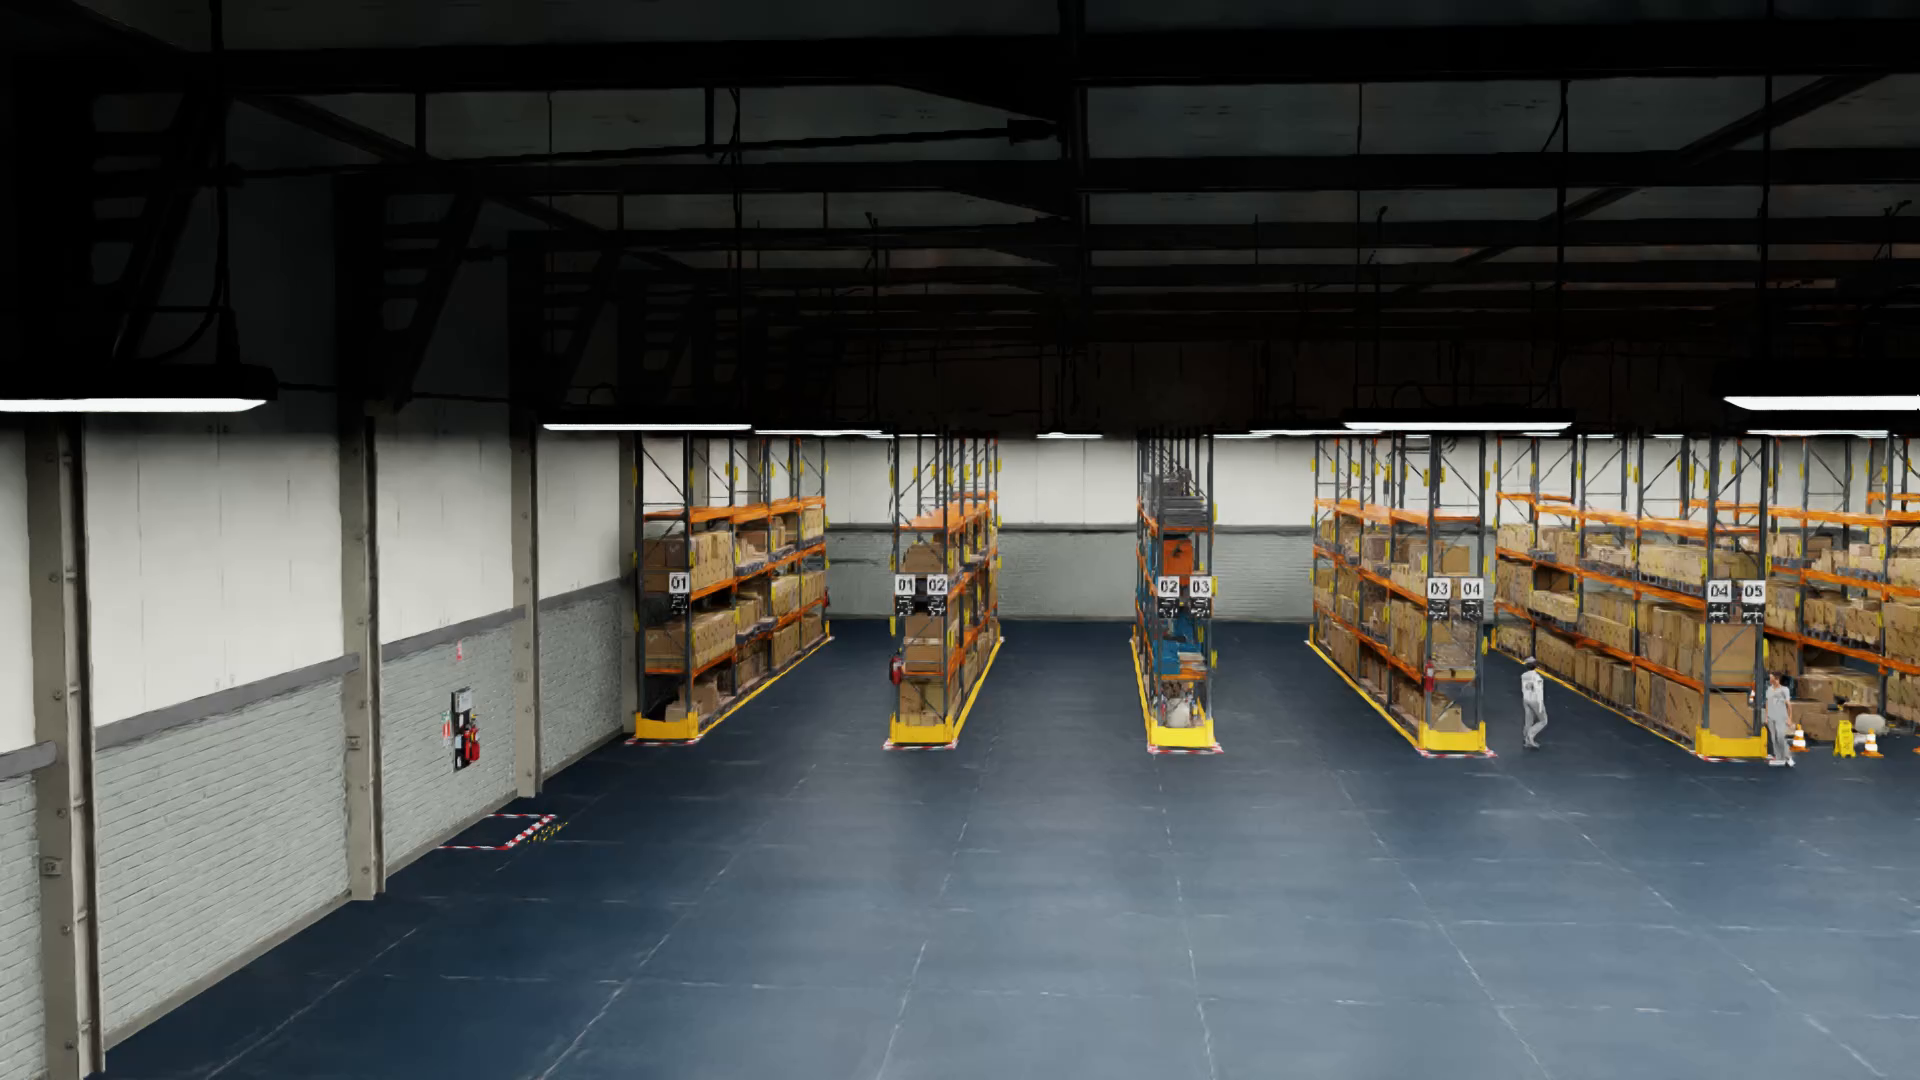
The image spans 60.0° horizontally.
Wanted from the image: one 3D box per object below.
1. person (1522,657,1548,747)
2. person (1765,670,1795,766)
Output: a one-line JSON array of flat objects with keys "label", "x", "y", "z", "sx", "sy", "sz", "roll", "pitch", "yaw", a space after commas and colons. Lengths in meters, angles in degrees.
[{"label": "person", "x": 10.627, "y": 3.028, "z": 30.907, "sx": 0.414, "sy": 1.675, "sz": 0.518, "roll": -1, "pitch": 4, "yaw": -23}, {"label": "person", "x": 14.402, "y": 3.123, "z": 29.201, "sx": 0.386, "sy": 1.666, "sz": 0.564, "roll": -2, "pitch": 4, "yaw": -26}]
